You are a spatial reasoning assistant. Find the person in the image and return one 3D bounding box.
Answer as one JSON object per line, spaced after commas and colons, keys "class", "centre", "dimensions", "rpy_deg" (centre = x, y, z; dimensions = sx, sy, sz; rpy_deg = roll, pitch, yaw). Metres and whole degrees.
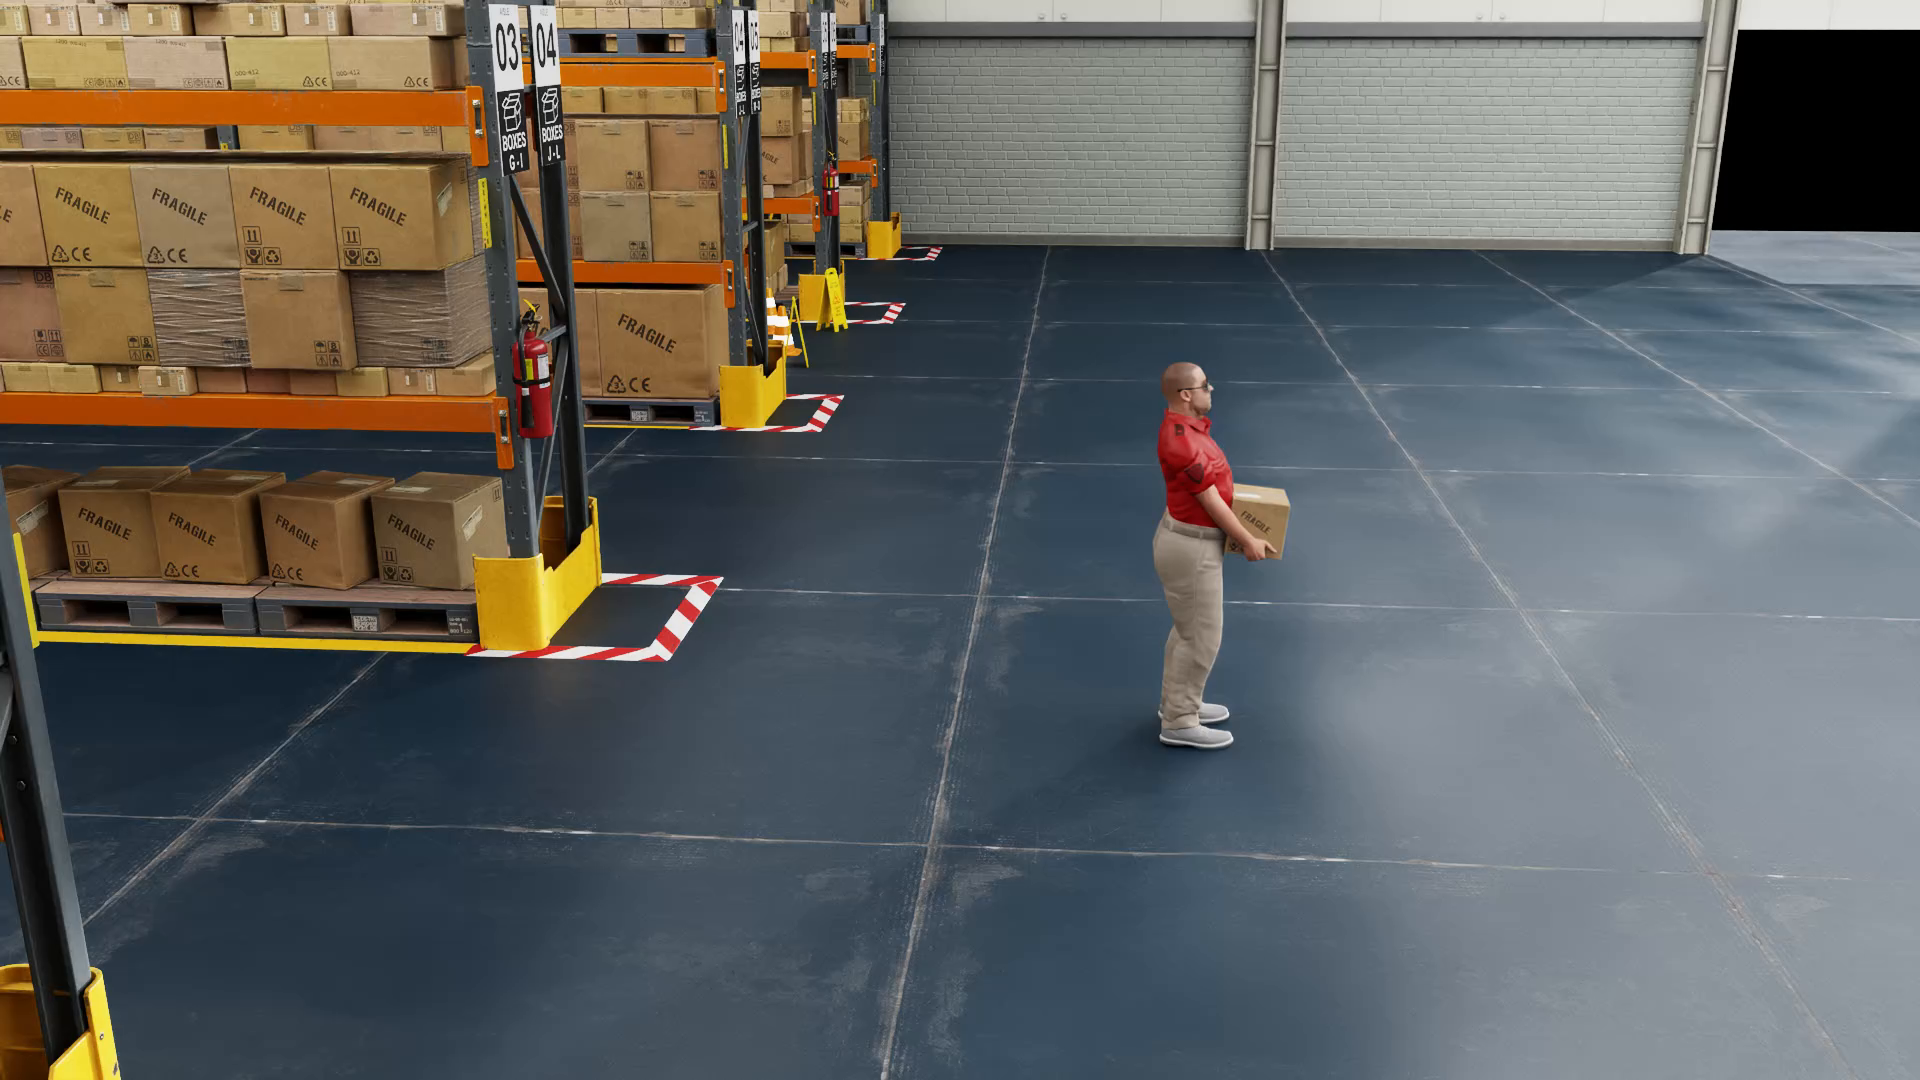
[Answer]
{"class": "person", "centre": [1.125, 0.056, 7.414], "dimensions": [0.530, 1.711, 0.493], "rpy_deg": [1, 17, 4]}
